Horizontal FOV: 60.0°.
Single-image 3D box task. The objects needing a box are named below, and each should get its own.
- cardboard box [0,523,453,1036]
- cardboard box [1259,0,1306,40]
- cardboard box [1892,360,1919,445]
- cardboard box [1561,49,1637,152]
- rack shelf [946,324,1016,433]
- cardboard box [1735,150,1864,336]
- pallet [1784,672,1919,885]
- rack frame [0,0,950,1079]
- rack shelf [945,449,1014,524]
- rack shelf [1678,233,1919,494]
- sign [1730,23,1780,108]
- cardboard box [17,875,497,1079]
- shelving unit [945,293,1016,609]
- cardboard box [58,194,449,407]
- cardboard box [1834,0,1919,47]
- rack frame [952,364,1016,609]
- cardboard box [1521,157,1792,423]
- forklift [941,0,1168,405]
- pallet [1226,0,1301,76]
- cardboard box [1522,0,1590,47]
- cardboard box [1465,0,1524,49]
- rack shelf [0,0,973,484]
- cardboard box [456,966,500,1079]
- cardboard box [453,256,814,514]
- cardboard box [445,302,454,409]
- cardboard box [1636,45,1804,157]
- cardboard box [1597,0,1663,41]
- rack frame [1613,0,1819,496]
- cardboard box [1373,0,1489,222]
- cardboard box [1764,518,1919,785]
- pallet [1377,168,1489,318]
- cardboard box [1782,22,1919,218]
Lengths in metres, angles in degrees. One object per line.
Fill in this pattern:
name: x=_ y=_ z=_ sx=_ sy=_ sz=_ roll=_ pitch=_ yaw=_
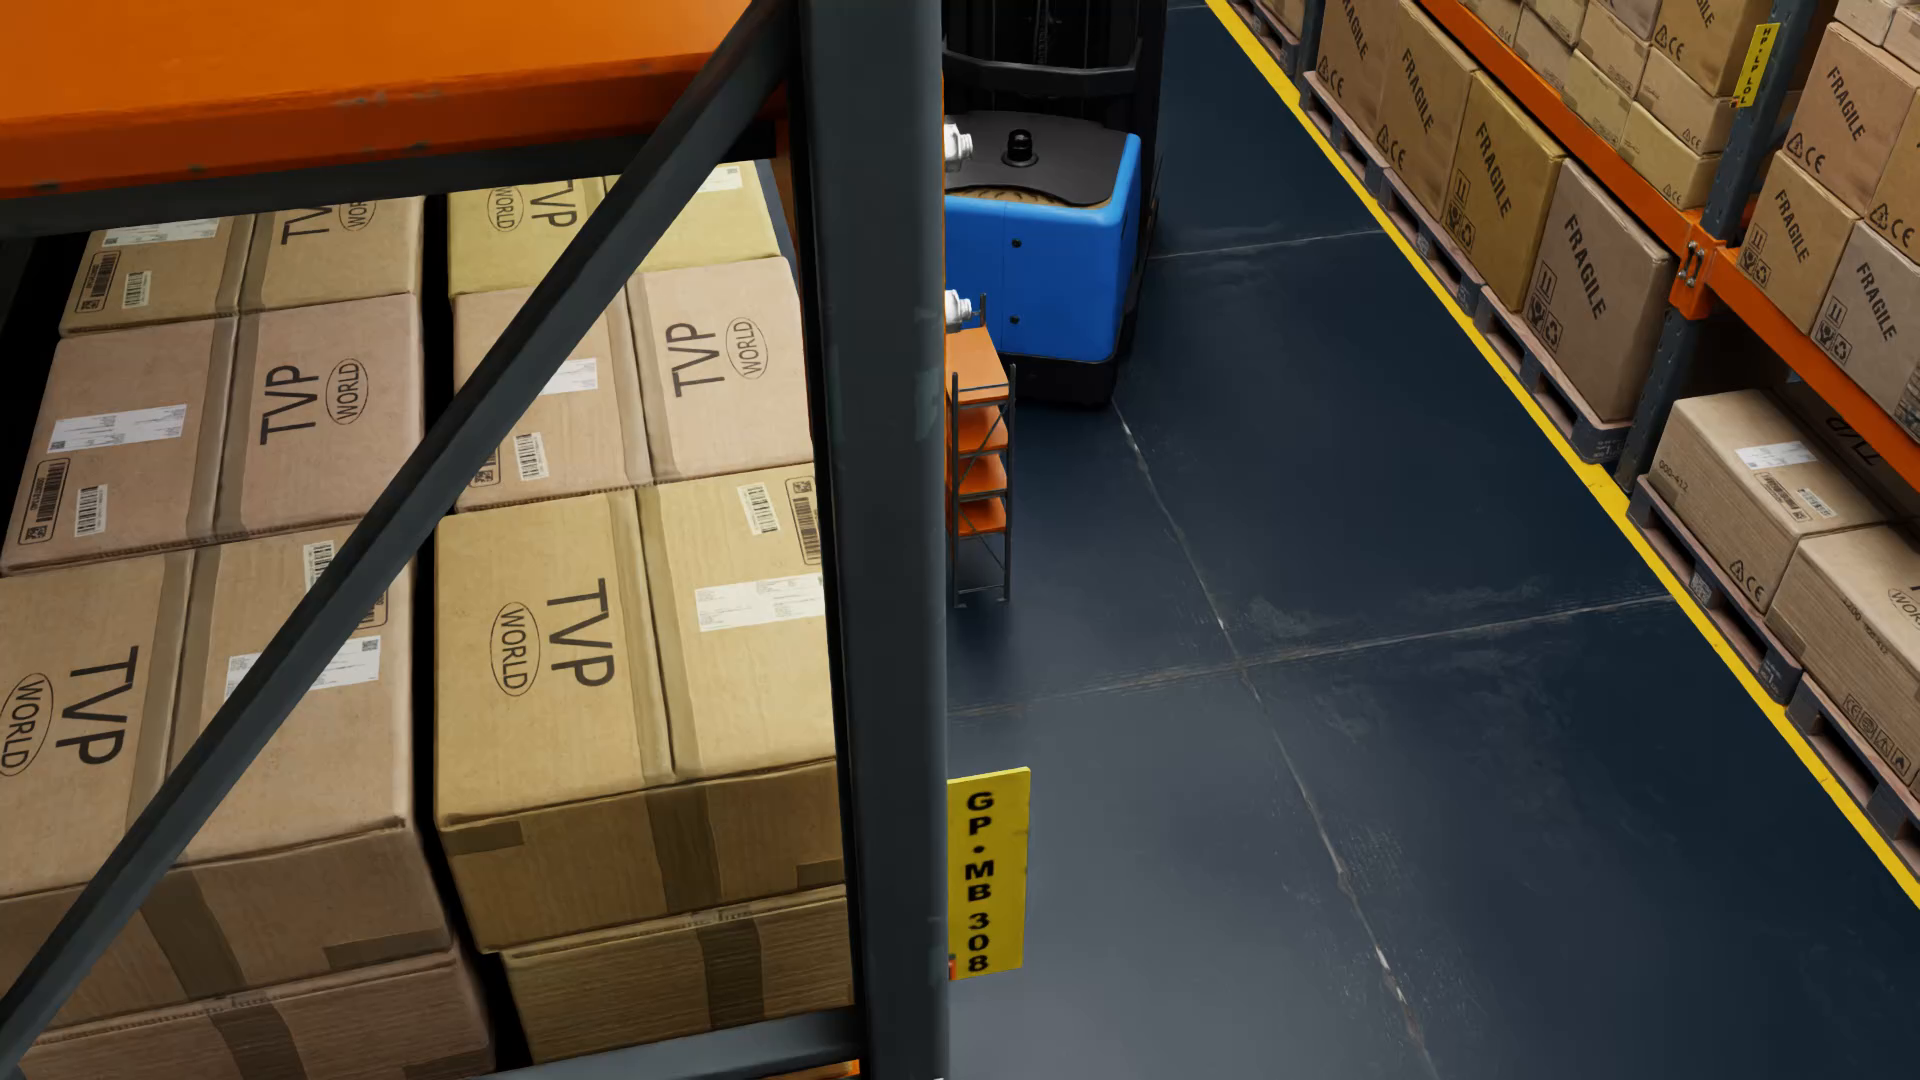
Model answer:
cardboard box: x=-0.880 y=0.260 z=1.950 sx=0.500 sy=0.250 sz=0.500 roll=-9 pitch=42 yaw=-10
cardboard box: x=2.495 y=-3.569 z=10.674 sx=0.950 sy=0.372 sz=0.625 roll=-11 pitch=43 yaw=-12
cardboard box: x=3.522 y=-0.480 z=5.456 sx=0.500 sy=0.500 sz=0.500 roll=-8 pitch=42 yaw=-9
cardboard box: x=3.019 y=-1.963 z=7.315 sx=0.500 sy=0.250 sz=0.500 roll=-9 pitch=42 yaw=-10
rack shelf: x=0.036 y=-0.635 z=6.470 sx=0.258 sy=0.148 sz=0.480 roll=-8 pitch=42 yaw=-9
cardboard box: x=3.316 y=-1.130 z=6.188 sx=0.500 sy=0.500 sz=0.500 roll=-7 pitch=42 yaw=-8
pallet: x=3.825 y=0.905 z=6.071 sx=1.003 sy=0.211 sz=1.213 roll=-8 pitch=42 yaw=-9
rack frame: x=-0.512 y=-0.371 z=0.890 sx=1.000 sy=3.000 sz=0.127 roll=-8 pitch=42 yaw=-9
rack shelf: x=0.036 y=-0.291 z=6.775 sx=0.258 sy=0.148 sz=0.480 roll=-8 pitch=42 yaw=-9
rack shelf: x=3.902 y=0.131 z=5.384 sx=1.077 sy=0.370 sz=4.000 roll=-8 pitch=42 yaw=-9
sign: x=2.943 y=-1.753 z=6.153 sx=0.100 sy=0.325 sz=0.005 roll=-8 pitch=42 yaw=-9
cardboard box: x=-0.873 y=0.446 z=2.117 sx=0.500 sy=0.250 sz=0.500 roll=-9 pitch=42 yaw=-10
shelving unit: x=0.036 y=-0.341 z=6.731 sx=0.258 sy=1.200 sz=0.503 roll=-8 pitch=42 yaw=-9
cardboard box: x=-1.113 y=-0.410 z=2.705 sx=0.500 sy=0.250 sz=0.500 roll=-8 pitch=42 yaw=-9
cardboard box: x=3.285 y=-1.846 z=5.753 sx=0.380 sy=0.149 sz=0.250 roll=-9 pitch=42 yaw=-10
rack frame: x=0.088 y=-0.183 z=6.553 sx=0.240 sy=1.200 sz=0.015 roll=-8 pitch=42 yaw=-9
cardboard box: x=3.259 y=-1.187 z=7.612 sx=0.875 sy=0.875 sz=0.875 roll=-7 pitch=42 yaw=-8
forklift: x=0.488 y=-2.723 z=8.110 sx=1.130 sy=2.935 sz=3.031 roll=8 pitch=42 yaw=8
pallet: x=2.440 y=-3.491 z=11.024 sx=1.003 sy=0.211 sz=1.213 roll=-8 pitch=42 yaw=-9
cardboard box: x=2.905 y=-2.474 z=7.514 sx=0.500 sy=0.250 sz=0.500 roll=-7 pitch=42 yaw=-8
cardboard box: x=2.813 y=-2.627 z=8.063 sx=0.500 sy=0.250 sz=0.500 roll=-8 pitch=42 yaw=-9
rack shelf: x=-0.943 y=-1.397 z=2.590 sx=1.077 sy=0.370 sz=4.000 roll=-8 pitch=42 yaw=-9
cardboard box: x=-0.807 y=0.670 z=2.165 sx=0.380 sy=0.149 sz=0.250 roll=-7 pitch=42 yaw=-8
cardboard box: x=-0.454 y=-0.148 z=2.409 sx=0.500 sy=0.250 sz=0.500 roll=-9 pitch=42 yaw=-10
cardboard box: x=-1.099 y=-0.211 z=2.857 sx=0.500 sy=0.250 sz=0.500 roll=-9 pitch=42 yaw=-10
cardboard box: x=3.138 y=-1.816 z=6.773 sx=0.500 sy=0.250 sz=0.500 roll=-8 pitch=42 yaw=-9
cardboard box: x=3.010 y=-2.433 z=6.903 sx=0.500 sy=0.500 sz=0.500 roll=-8 pitch=42 yaw=-8
rack frame: x=3.471 y=-1.434 z=6.606 sx=1.000 sy=3.000 sz=0.127 roll=-8 pitch=42 yaw=-9
cardboard box: x=2.864 y=-2.351 z=8.923 sx=0.875 sy=0.875 sz=0.875 roll=-8 pitch=42 yaw=-9
cardboard box: x=3.695 y=0.370 z=6.188 sx=0.875 sy=0.438 sz=0.875 roll=-10 pitch=42 yaw=-11
pallet: x=2.964 y=-1.673 z=8.976 sx=1.003 sy=0.211 sz=1.213 roll=-8 pitch=42 yaw=-9
cardboard box: x=3.337 y=-1.502 z=5.854 sx=0.500 sy=0.500 sz=0.500 roll=-8 pitch=42 yaw=-9
